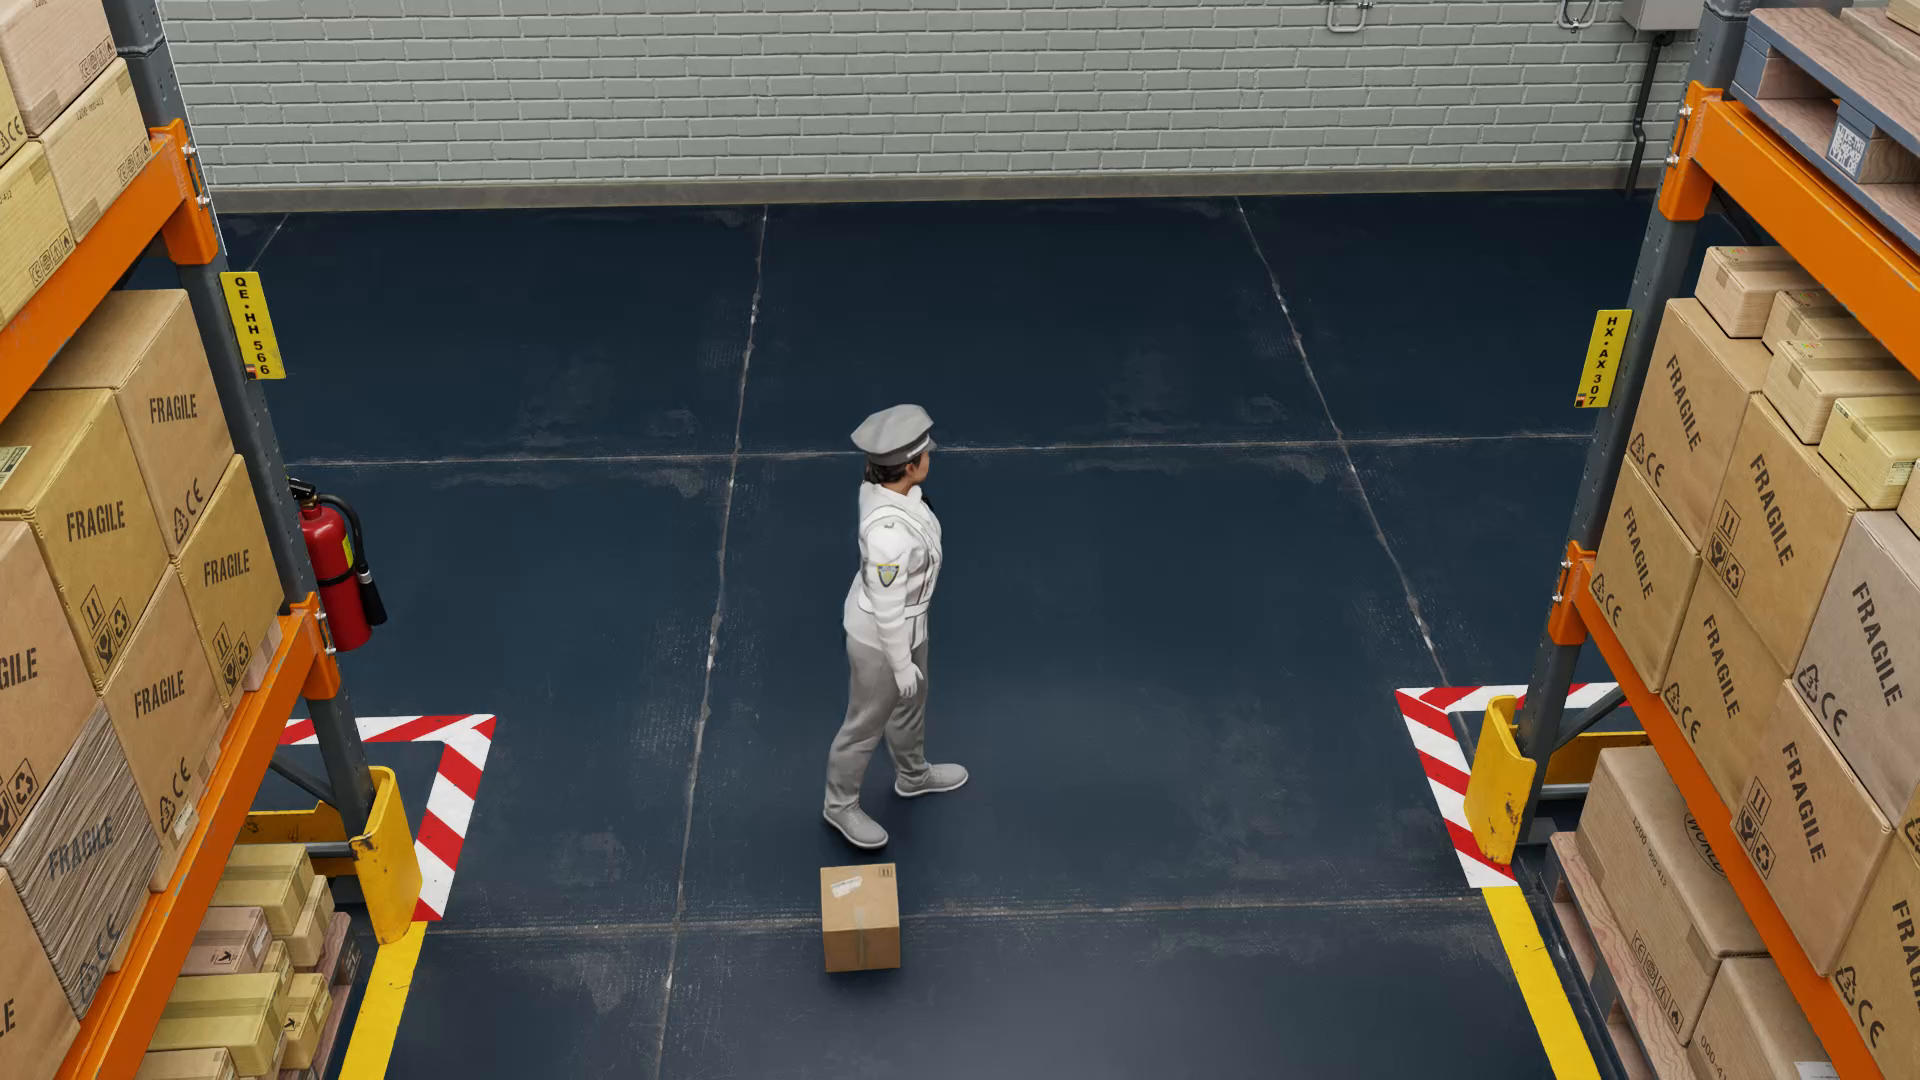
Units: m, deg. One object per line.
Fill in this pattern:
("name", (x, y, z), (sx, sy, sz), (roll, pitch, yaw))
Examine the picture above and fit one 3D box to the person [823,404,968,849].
("person", (-0.237, 0.312, 5.697), (0.526, 1.679, 0.503), (1, 35, 1))
